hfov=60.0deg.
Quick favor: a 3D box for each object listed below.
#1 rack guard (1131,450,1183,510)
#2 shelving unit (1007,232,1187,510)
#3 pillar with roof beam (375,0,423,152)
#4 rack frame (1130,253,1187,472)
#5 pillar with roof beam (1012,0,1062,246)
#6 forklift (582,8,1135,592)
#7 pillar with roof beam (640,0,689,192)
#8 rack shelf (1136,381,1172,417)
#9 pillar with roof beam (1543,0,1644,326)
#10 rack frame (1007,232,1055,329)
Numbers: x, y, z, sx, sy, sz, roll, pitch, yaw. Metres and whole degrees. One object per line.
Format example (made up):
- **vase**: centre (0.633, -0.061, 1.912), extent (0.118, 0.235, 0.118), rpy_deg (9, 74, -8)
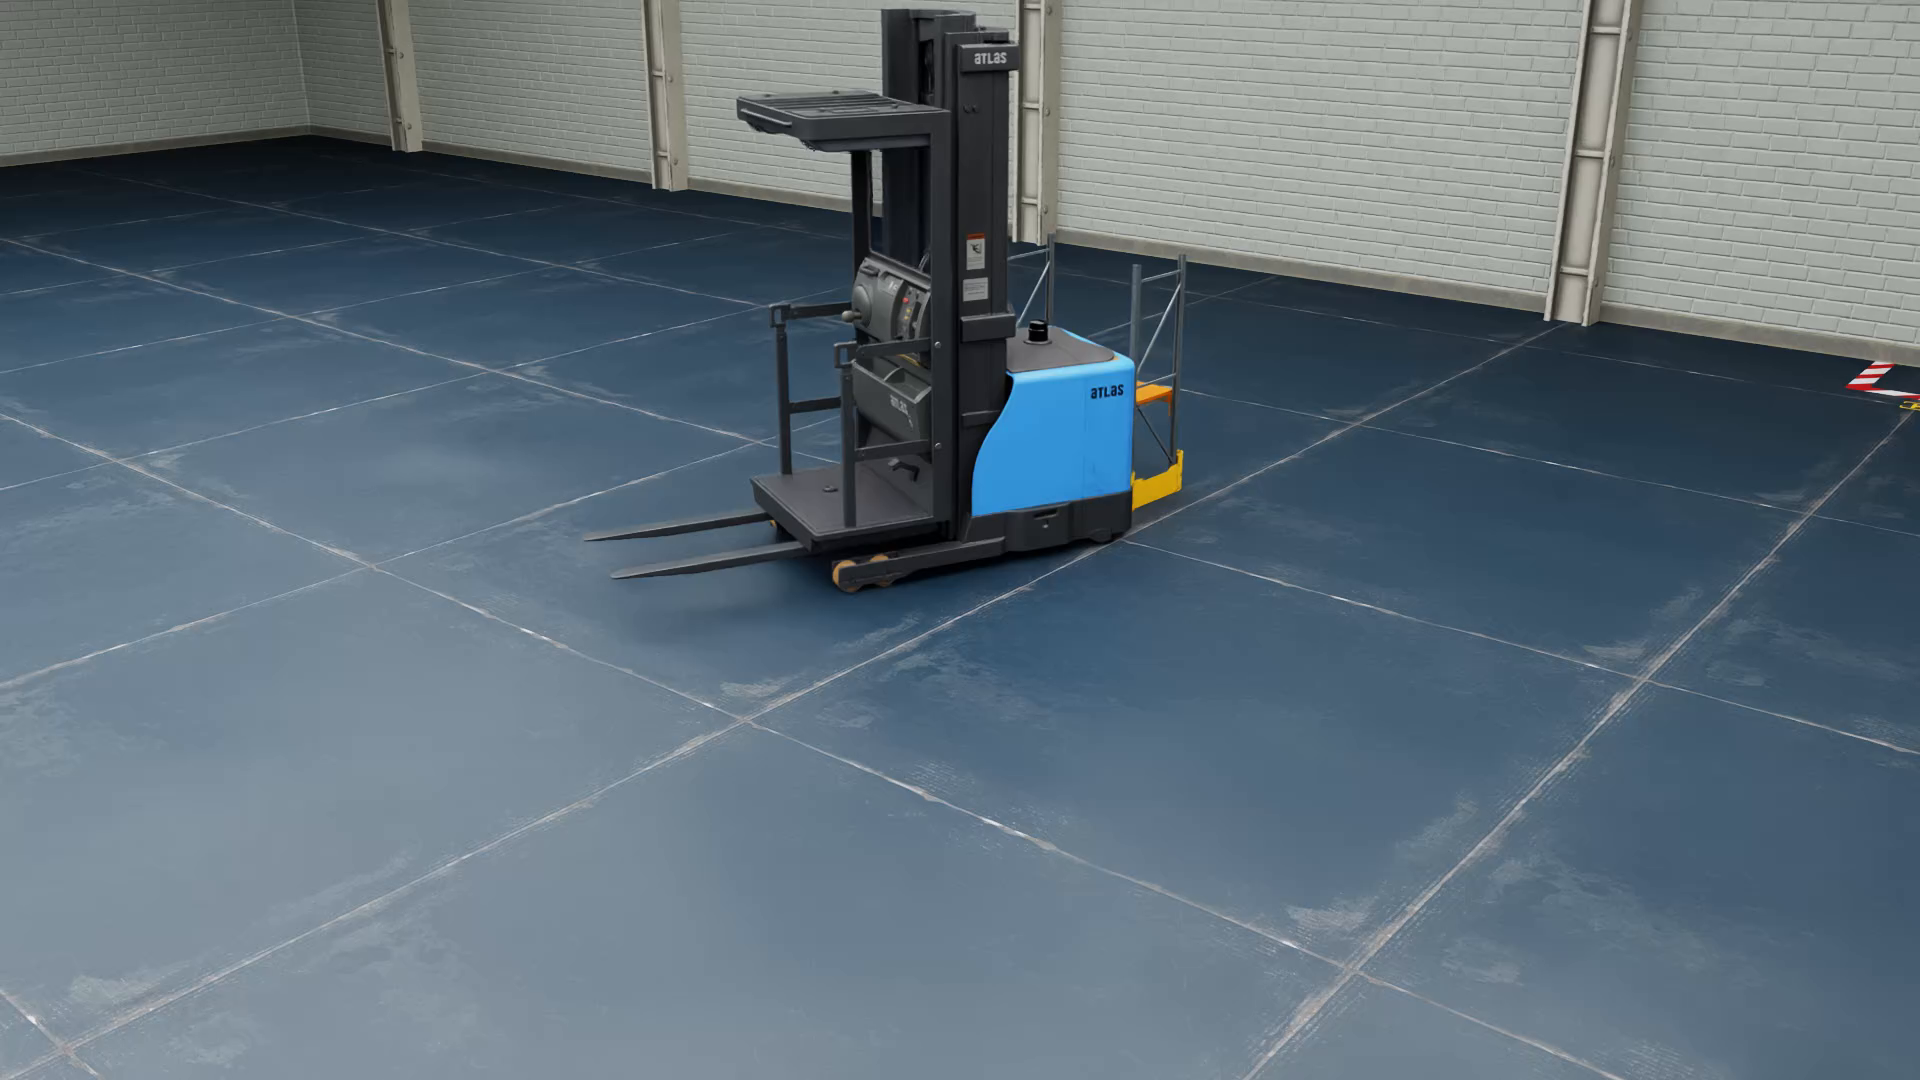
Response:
- **rack guard**: centre (1.181, -0.372, 10.299), extent (0.087, 0.250, 0.587), rpy_deg (18, 27, 39)
- **shelving unit**: centre (0.811, -1.074, 10.391), extent (1.083, 1.500, 0.587), rpy_deg (18, 27, 39)
- **pillar with roof beam**: centre (-11.192, -9.018, 20.829), extent (0.400, 9.000, 9.100), rpy_deg (16, 26, 36)
- **rack frame**: centre (1.182, -0.956, 10.078), extent (0.032, 1.500, 0.500), rpy_deg (18, 27, 39)
- **pillar with roof beam**: centre (-1.895, -6.341, 13.729), extent (0.400, 9.000, 9.100), rpy_deg (16, 26, 36)
- **forklift**: centre (-0.558, -1.304, 8.972), extent (3.031, 2.935, 1.130), rpy_deg (-10, 23, -24)
- **pillar with roof beam**: centre (-6.544, -7.679, 17.279), extent (0.400, 9.000, 9.100), rpy_deg (16, 26, 36)
- **rack shelf**: centre (0.804, -0.908, 10.460), extent (1.000, 0.185, 0.538), rpy_deg (18, 27, 39)
- **pillar with roof beam**: centre (2.753, -5.002, 10.179), extent (0.400, 9.000, 9.100), rpy_deg (16, 26, 36)
- **rack frame**: centre (0.427, -1.196, 10.715), extent (0.032, 1.500, 0.500), rpy_deg (18, 27, 39)
